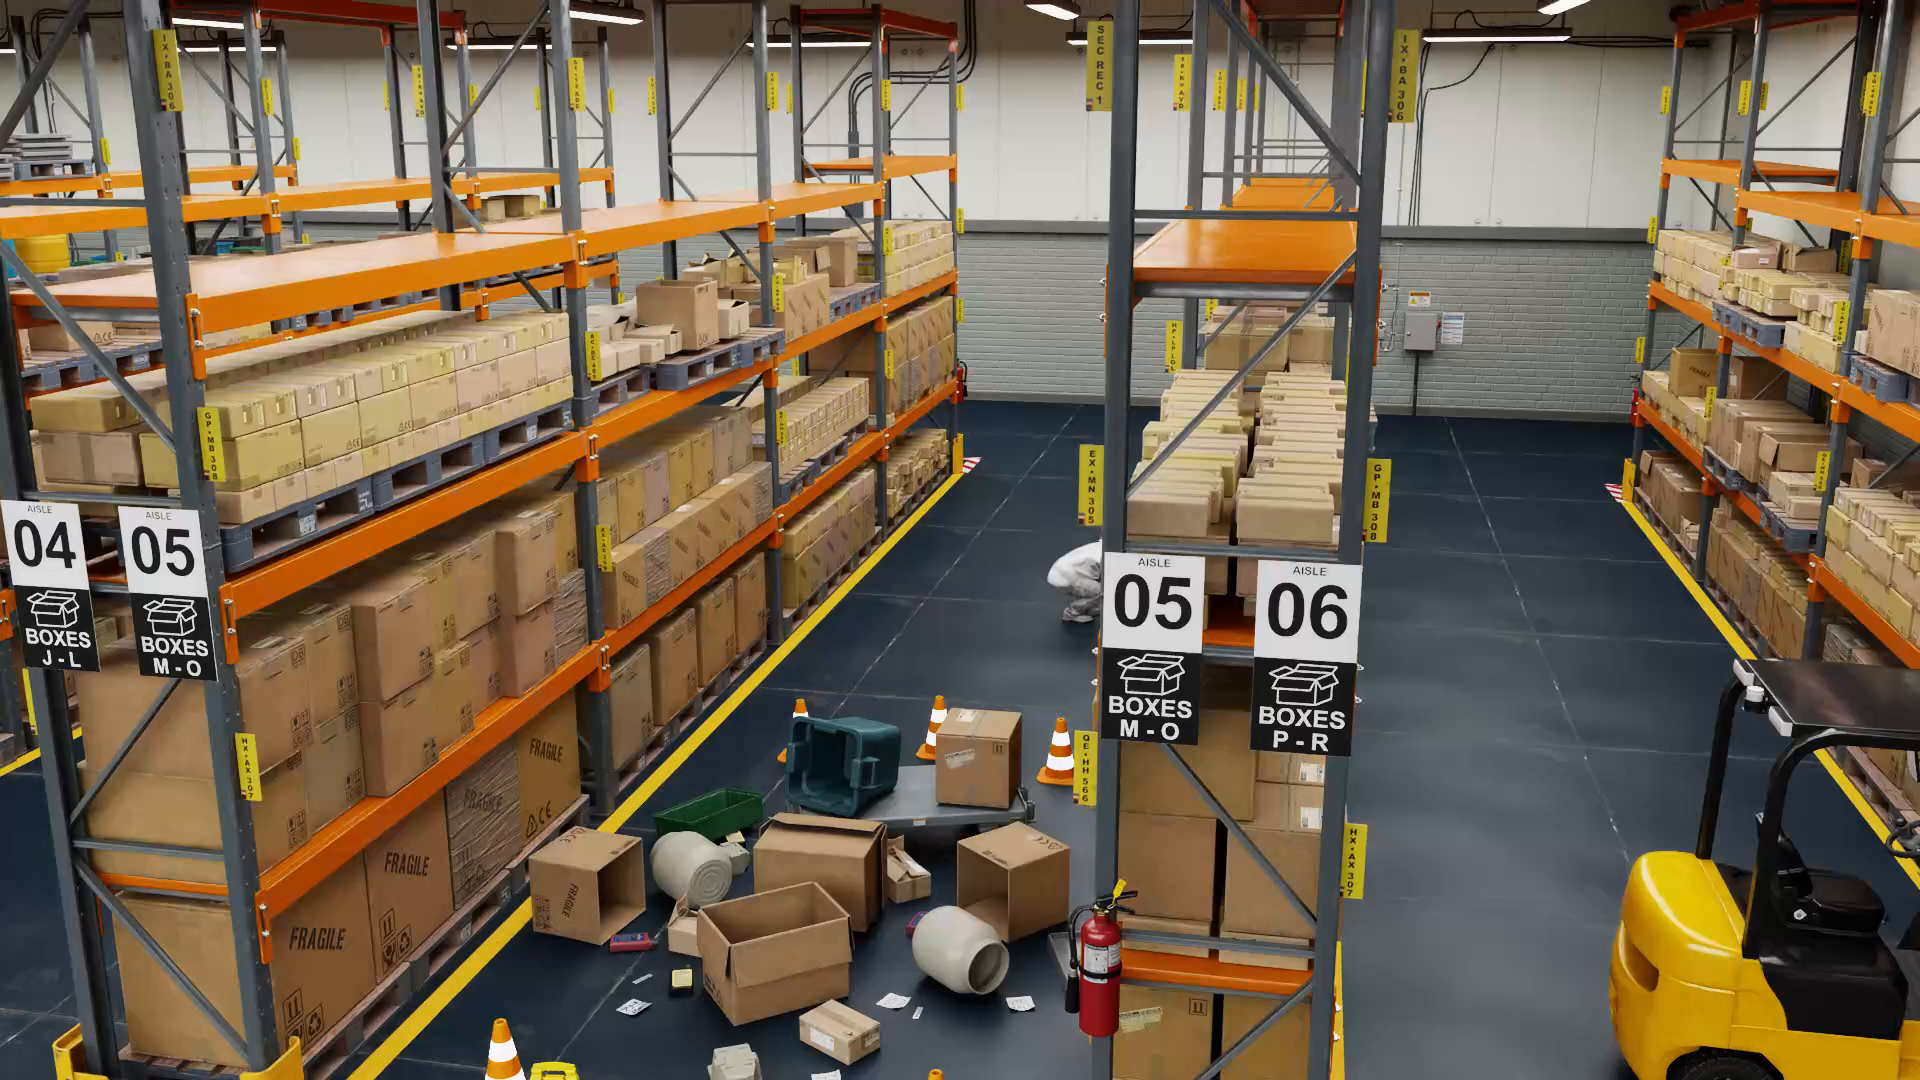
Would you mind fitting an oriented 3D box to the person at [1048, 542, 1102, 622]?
[{"bbox_3d":[1.345,0.429,16.459,0.937,0.878,0.574,3,15,11],"label":"person"}]
